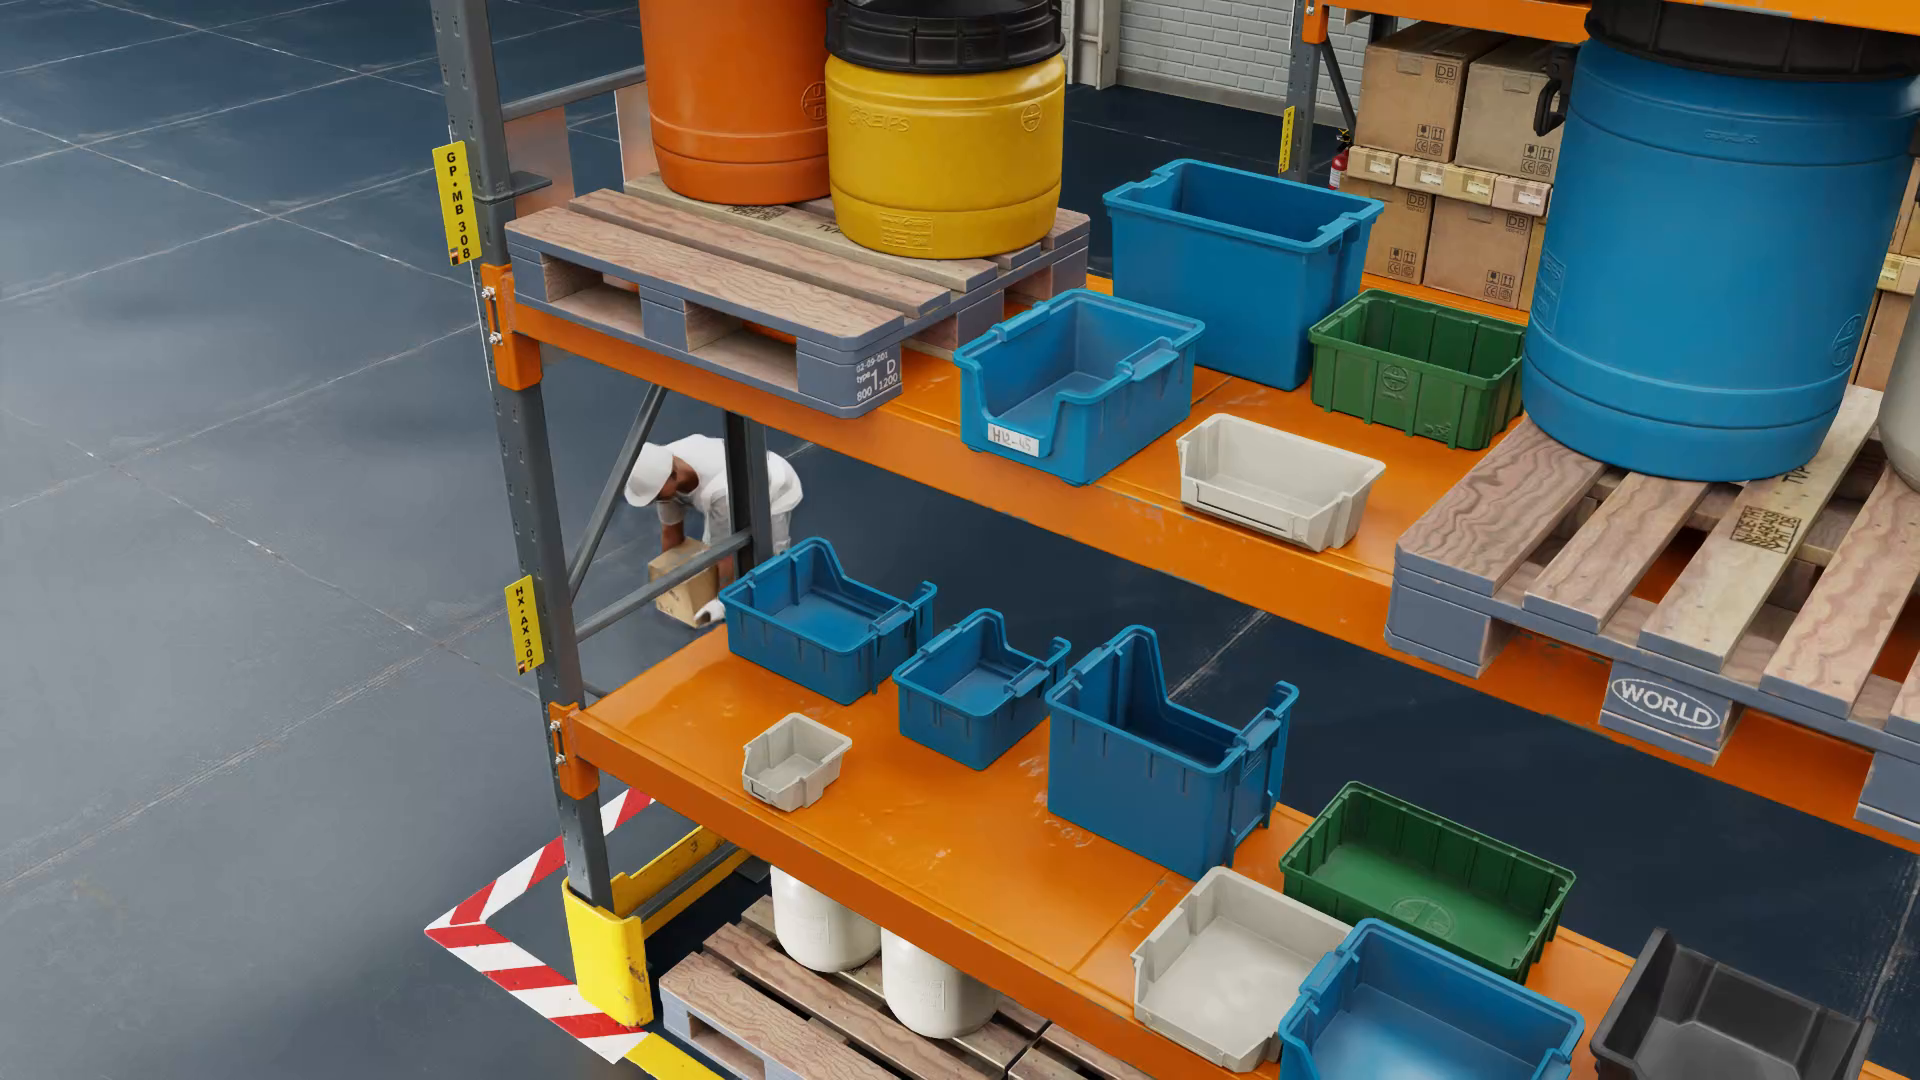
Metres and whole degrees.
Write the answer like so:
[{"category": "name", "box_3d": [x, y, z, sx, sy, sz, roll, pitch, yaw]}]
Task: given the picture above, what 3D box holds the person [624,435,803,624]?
[{"category": "person", "box_3d": [-1.079, 0.078, 7.349, 0.486, 1.404, 0.903, 22, 37, 32]}]
